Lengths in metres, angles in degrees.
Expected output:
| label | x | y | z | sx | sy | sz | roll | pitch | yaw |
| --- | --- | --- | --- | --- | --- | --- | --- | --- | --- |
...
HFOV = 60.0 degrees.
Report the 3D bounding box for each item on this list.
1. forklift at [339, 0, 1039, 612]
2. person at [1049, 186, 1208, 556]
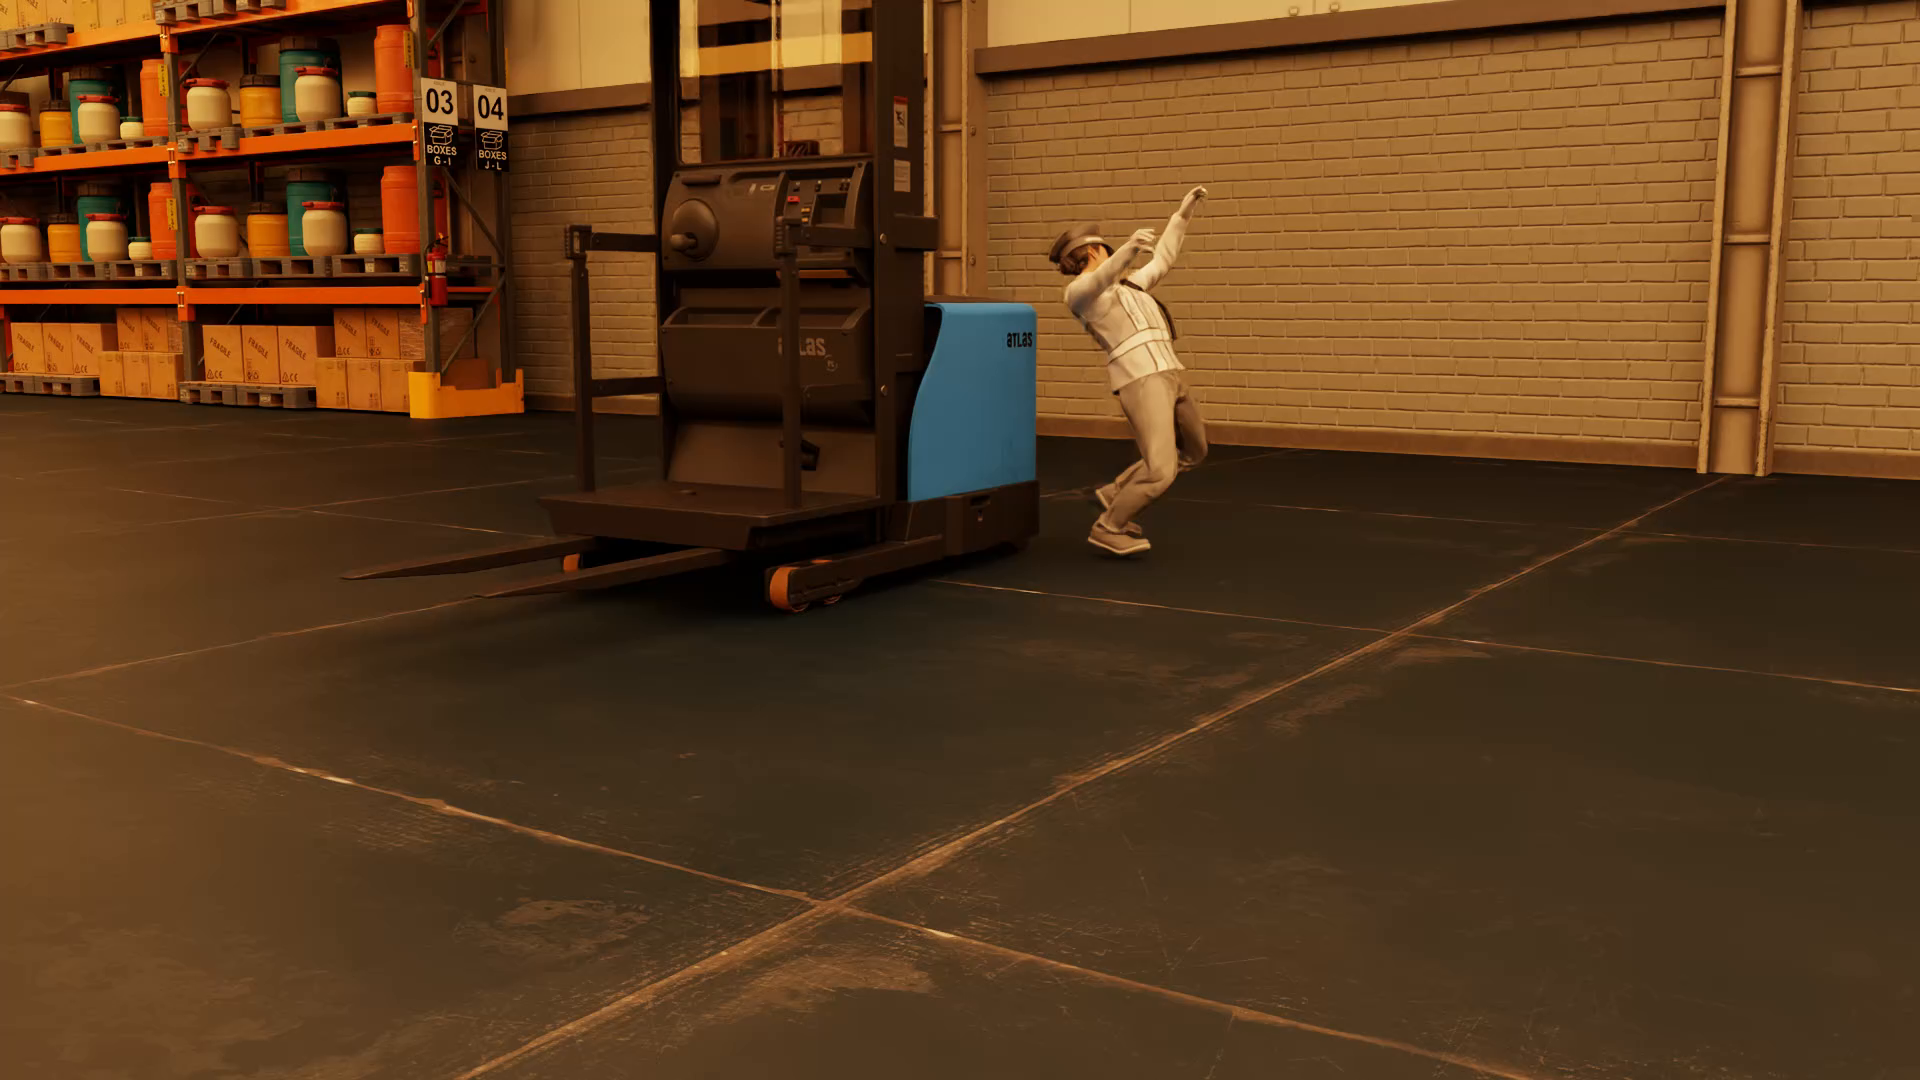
| label | x | y | z | sx | sy | sz | roll | pitch | yaw |
| --- | --- | --- | --- | --- | --- | --- | --- | --- | --- |
| forklift | -0.863 | -1.271 | 6.134 | 1.130 | 2.935 | 3.031 | 5 | 10 | 32 |
| person | 0.629 | -0.710 | 6.966 | 0.680 | 1.542 | 0.942 | 3 | 9 | 20 |
